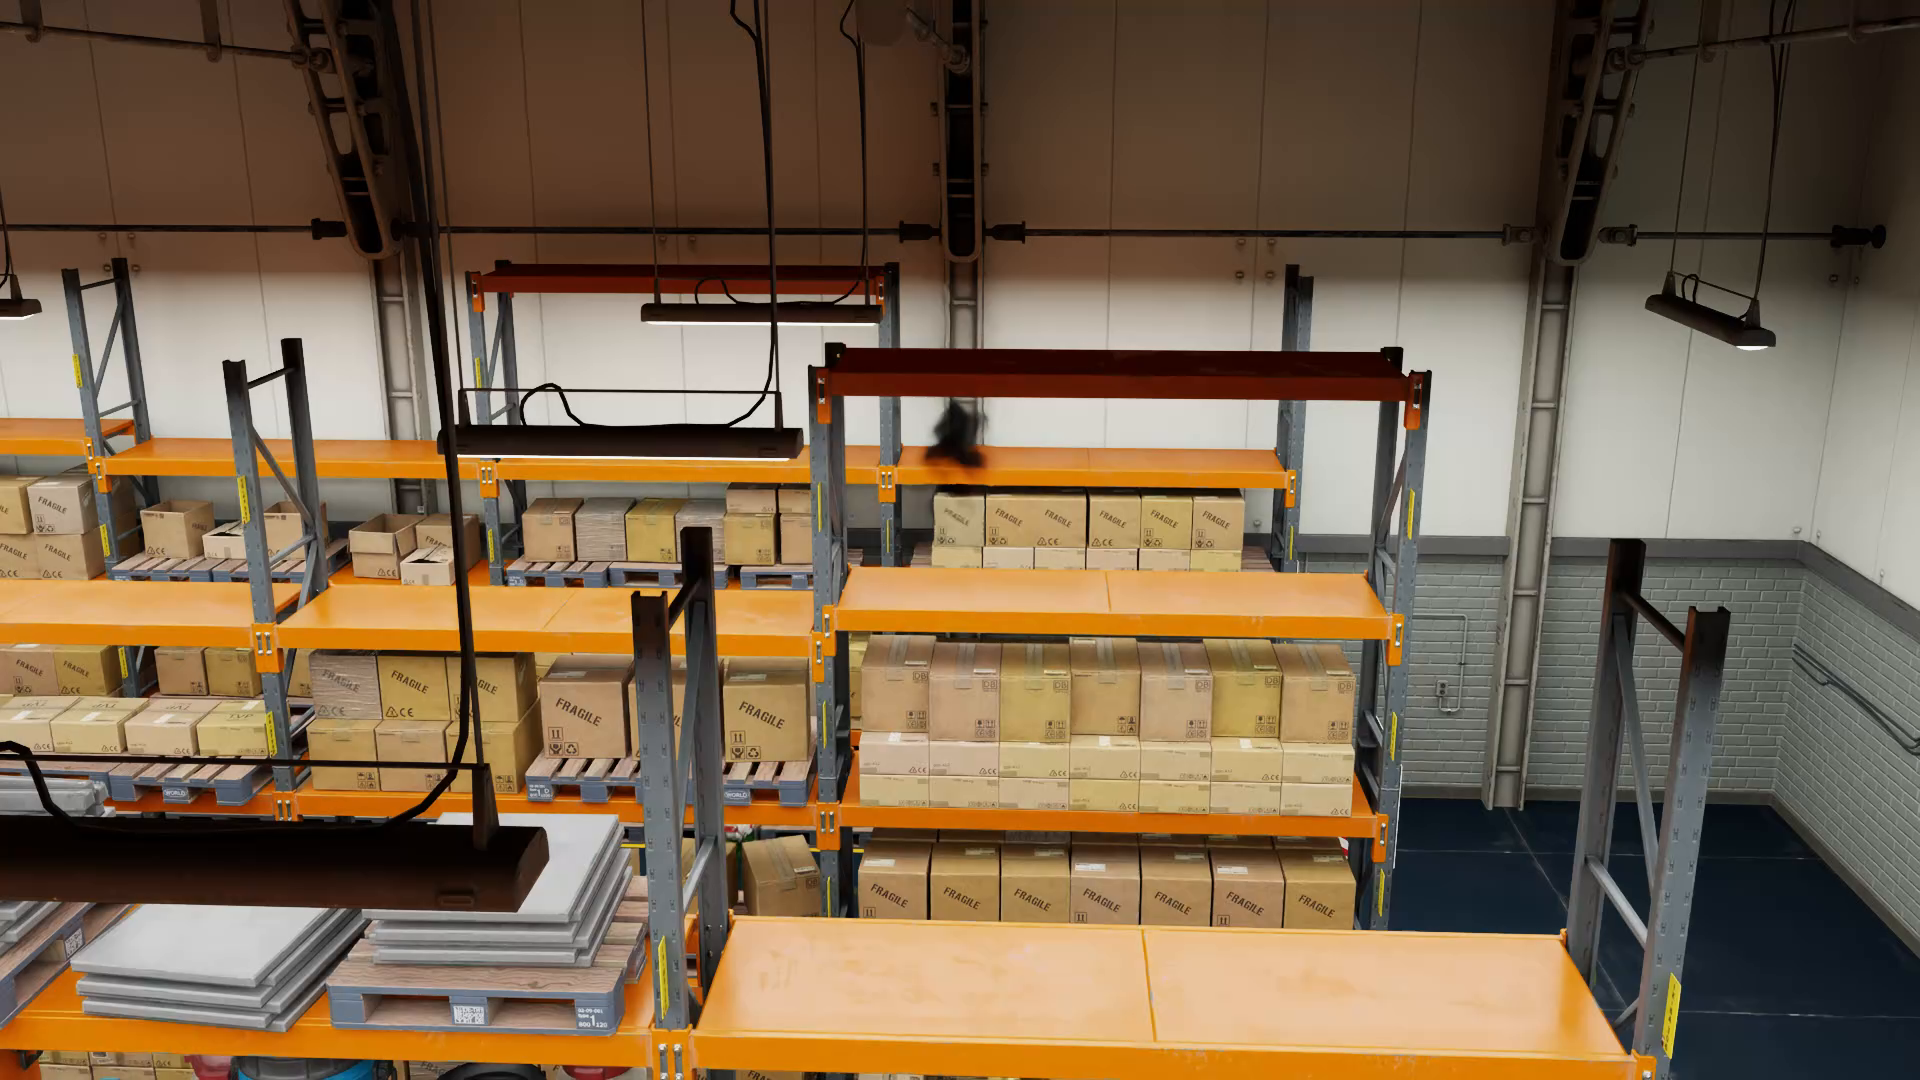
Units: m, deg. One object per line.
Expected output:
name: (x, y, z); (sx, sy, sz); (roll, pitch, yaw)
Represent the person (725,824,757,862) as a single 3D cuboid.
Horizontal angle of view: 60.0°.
person: (-2.019, 2.711, 15.228); (0.814, 1.894, 0.680); (0, 16, -1)
